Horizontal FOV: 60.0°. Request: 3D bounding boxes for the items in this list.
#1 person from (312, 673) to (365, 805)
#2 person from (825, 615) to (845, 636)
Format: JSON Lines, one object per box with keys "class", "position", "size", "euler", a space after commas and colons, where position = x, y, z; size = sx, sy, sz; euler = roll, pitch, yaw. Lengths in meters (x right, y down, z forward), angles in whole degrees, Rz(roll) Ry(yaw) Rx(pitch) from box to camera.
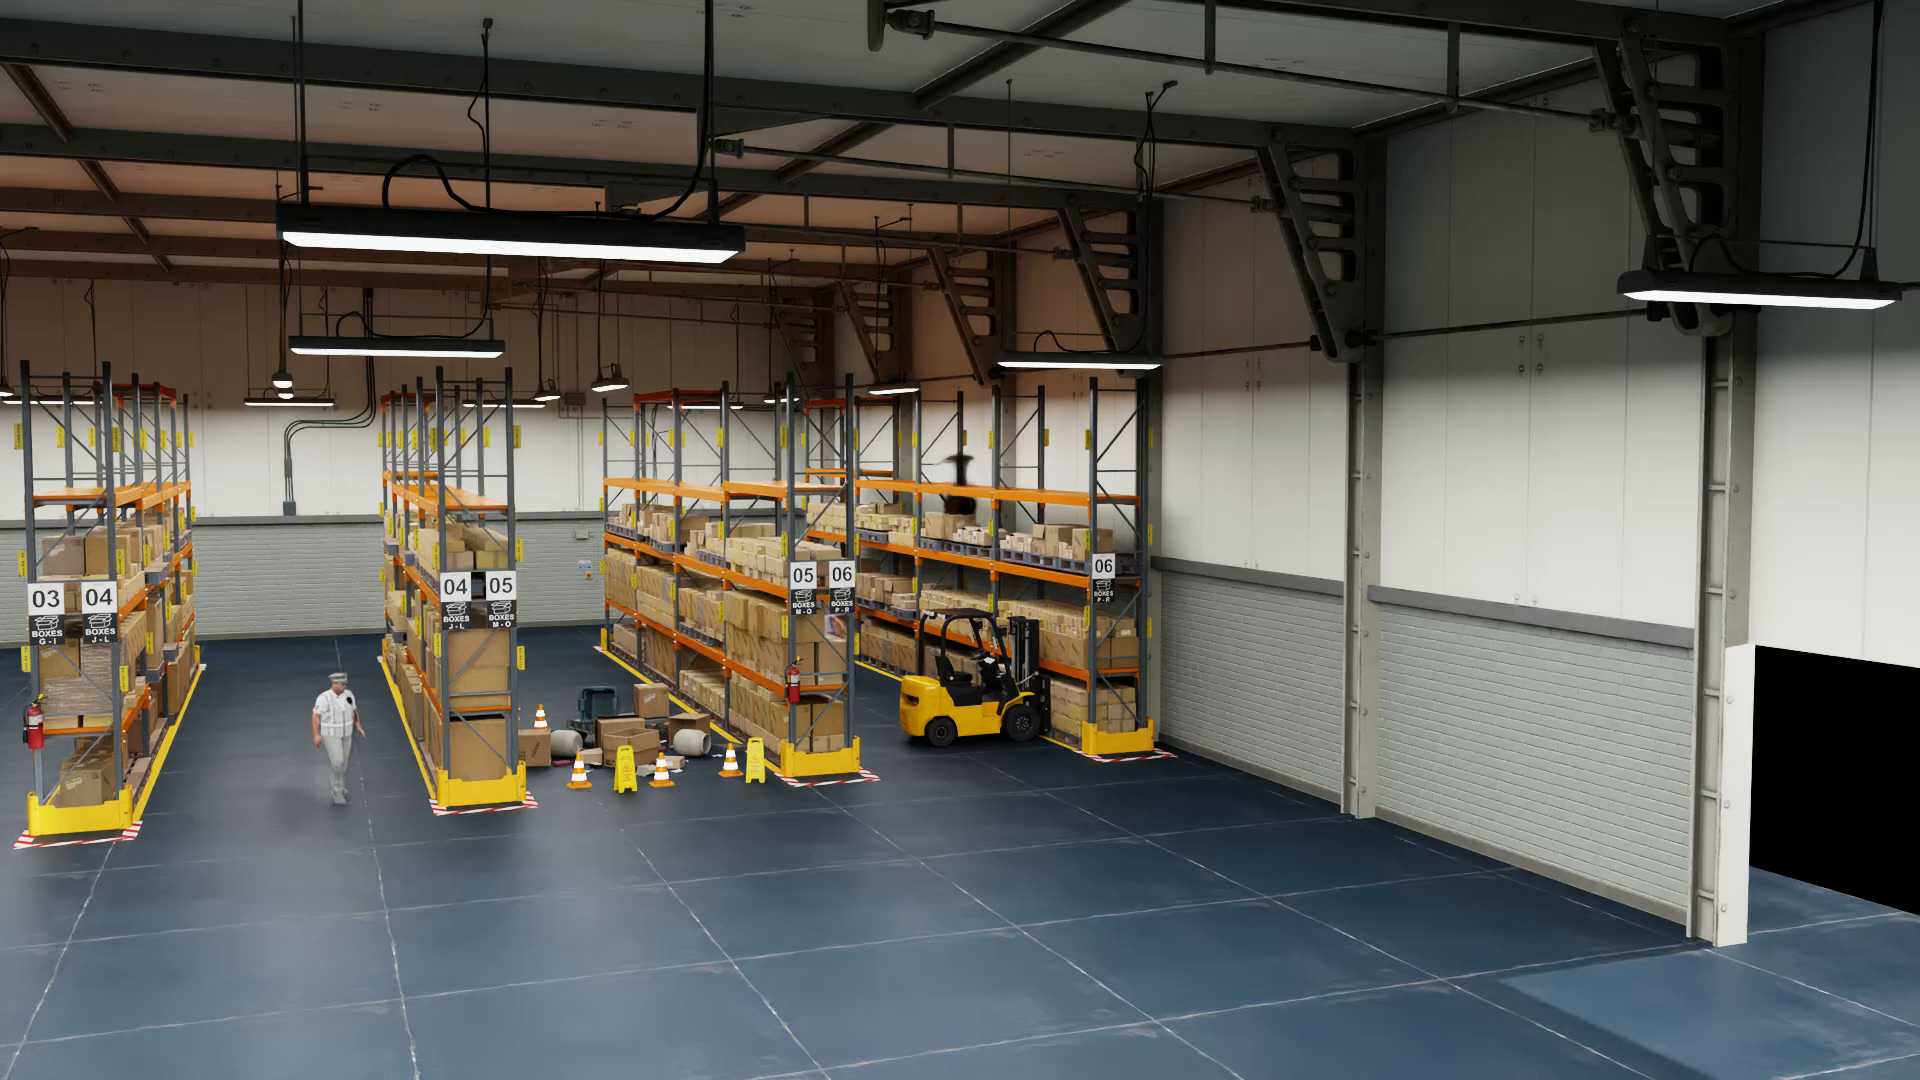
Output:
{"class": "person", "position": [-8.635, 2.739, 23.038], "size": [0.610, 1.815, 0.626], "euler": [3, 4, 39]}
{"class": "person", "position": [-2.838, 2.170, 35.297], "size": [0.619, 1.407, 0.952], "euler": [-1, 4, -17]}
